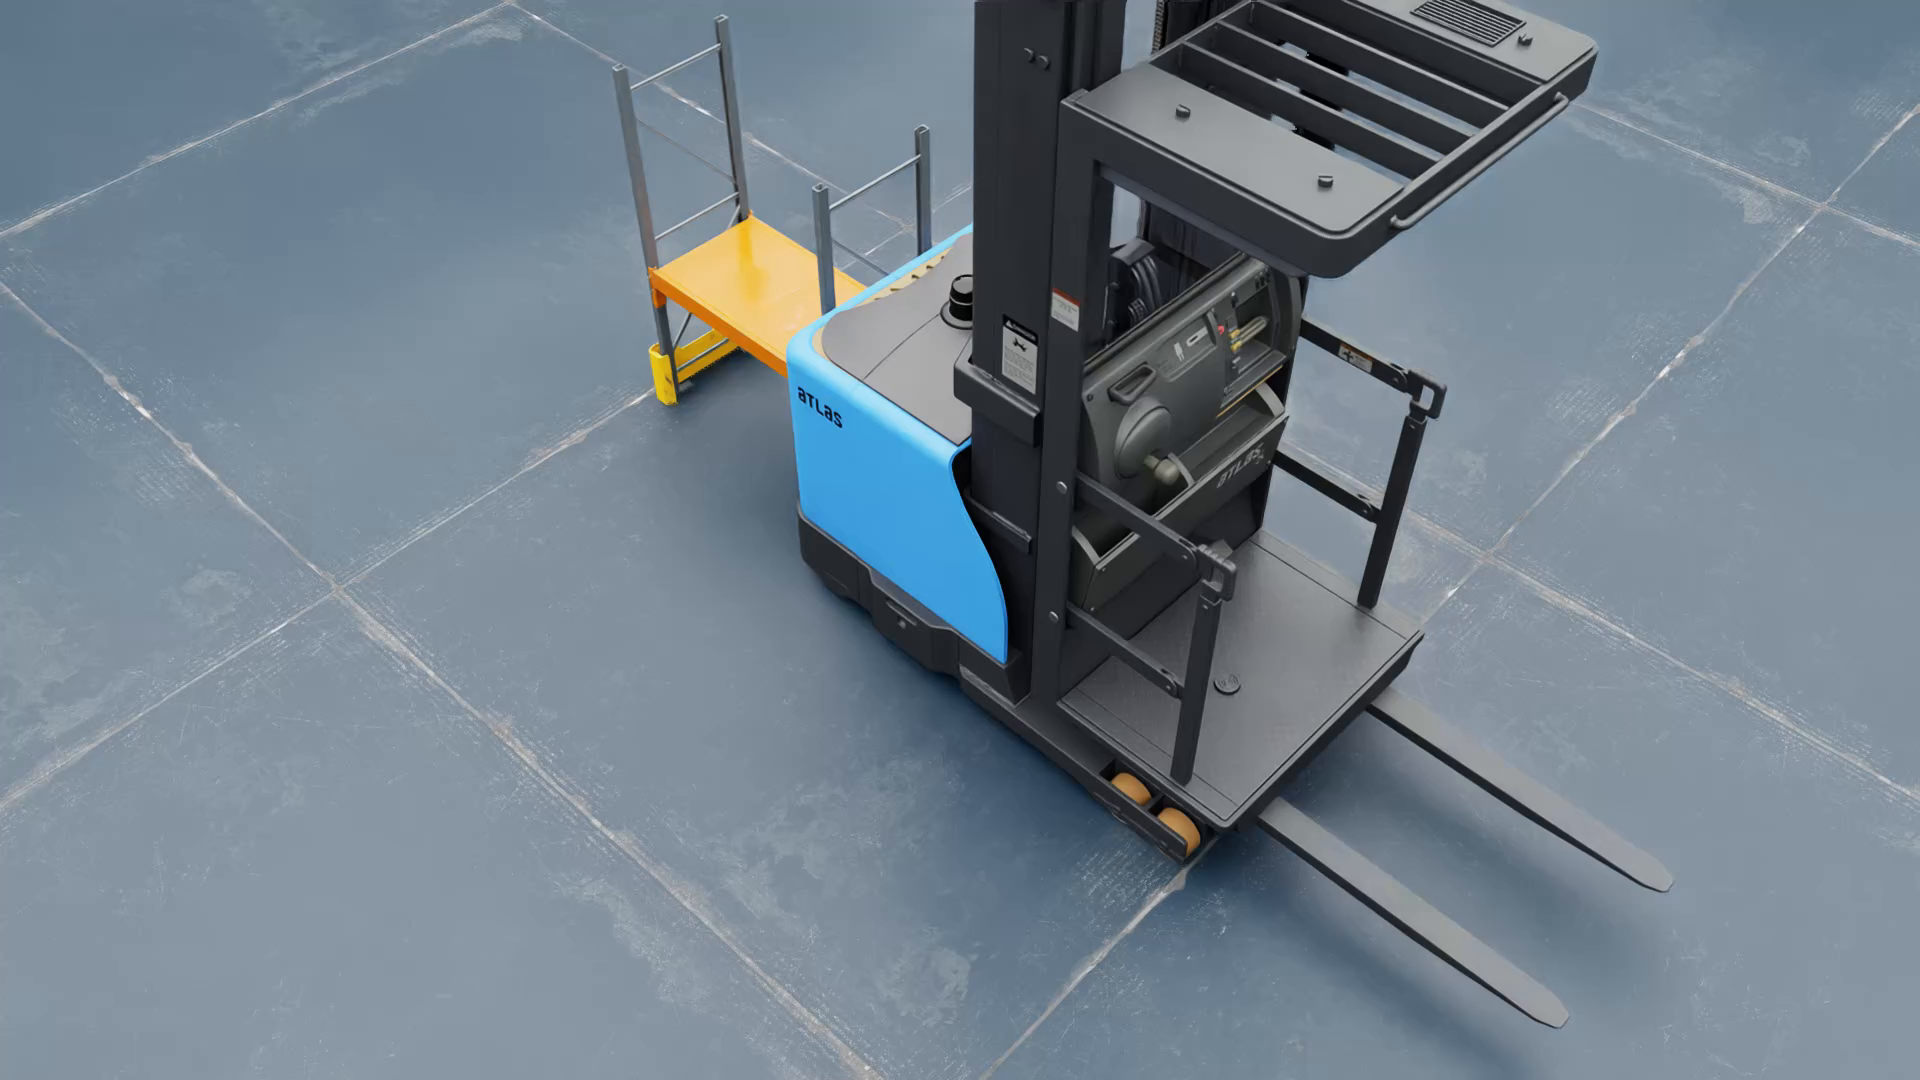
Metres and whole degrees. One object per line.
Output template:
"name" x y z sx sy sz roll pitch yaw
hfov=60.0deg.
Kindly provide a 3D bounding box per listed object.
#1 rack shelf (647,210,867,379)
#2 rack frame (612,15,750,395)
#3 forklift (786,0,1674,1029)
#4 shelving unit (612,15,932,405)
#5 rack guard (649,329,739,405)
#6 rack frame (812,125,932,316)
"rack shelf" -0.648 -0.852 6.268 1.000 0.185 0.538 35 56 28
"rack frame" -1.014 -1.233 6.379 0.032 1.500 0.500 35 56 28
"forklift" 0.825 -0.422 4.636 3.031 2.935 1.130 35 56 28
"shelving unit" -0.655 -0.980 6.141 1.083 1.500 0.587 35 56 28
"rack guard" -1.013 -0.804 6.834 0.087 0.250 0.587 35 56 28
"rack frame" -0.283 -0.717 5.895 0.032 1.500 0.500 35 56 28
